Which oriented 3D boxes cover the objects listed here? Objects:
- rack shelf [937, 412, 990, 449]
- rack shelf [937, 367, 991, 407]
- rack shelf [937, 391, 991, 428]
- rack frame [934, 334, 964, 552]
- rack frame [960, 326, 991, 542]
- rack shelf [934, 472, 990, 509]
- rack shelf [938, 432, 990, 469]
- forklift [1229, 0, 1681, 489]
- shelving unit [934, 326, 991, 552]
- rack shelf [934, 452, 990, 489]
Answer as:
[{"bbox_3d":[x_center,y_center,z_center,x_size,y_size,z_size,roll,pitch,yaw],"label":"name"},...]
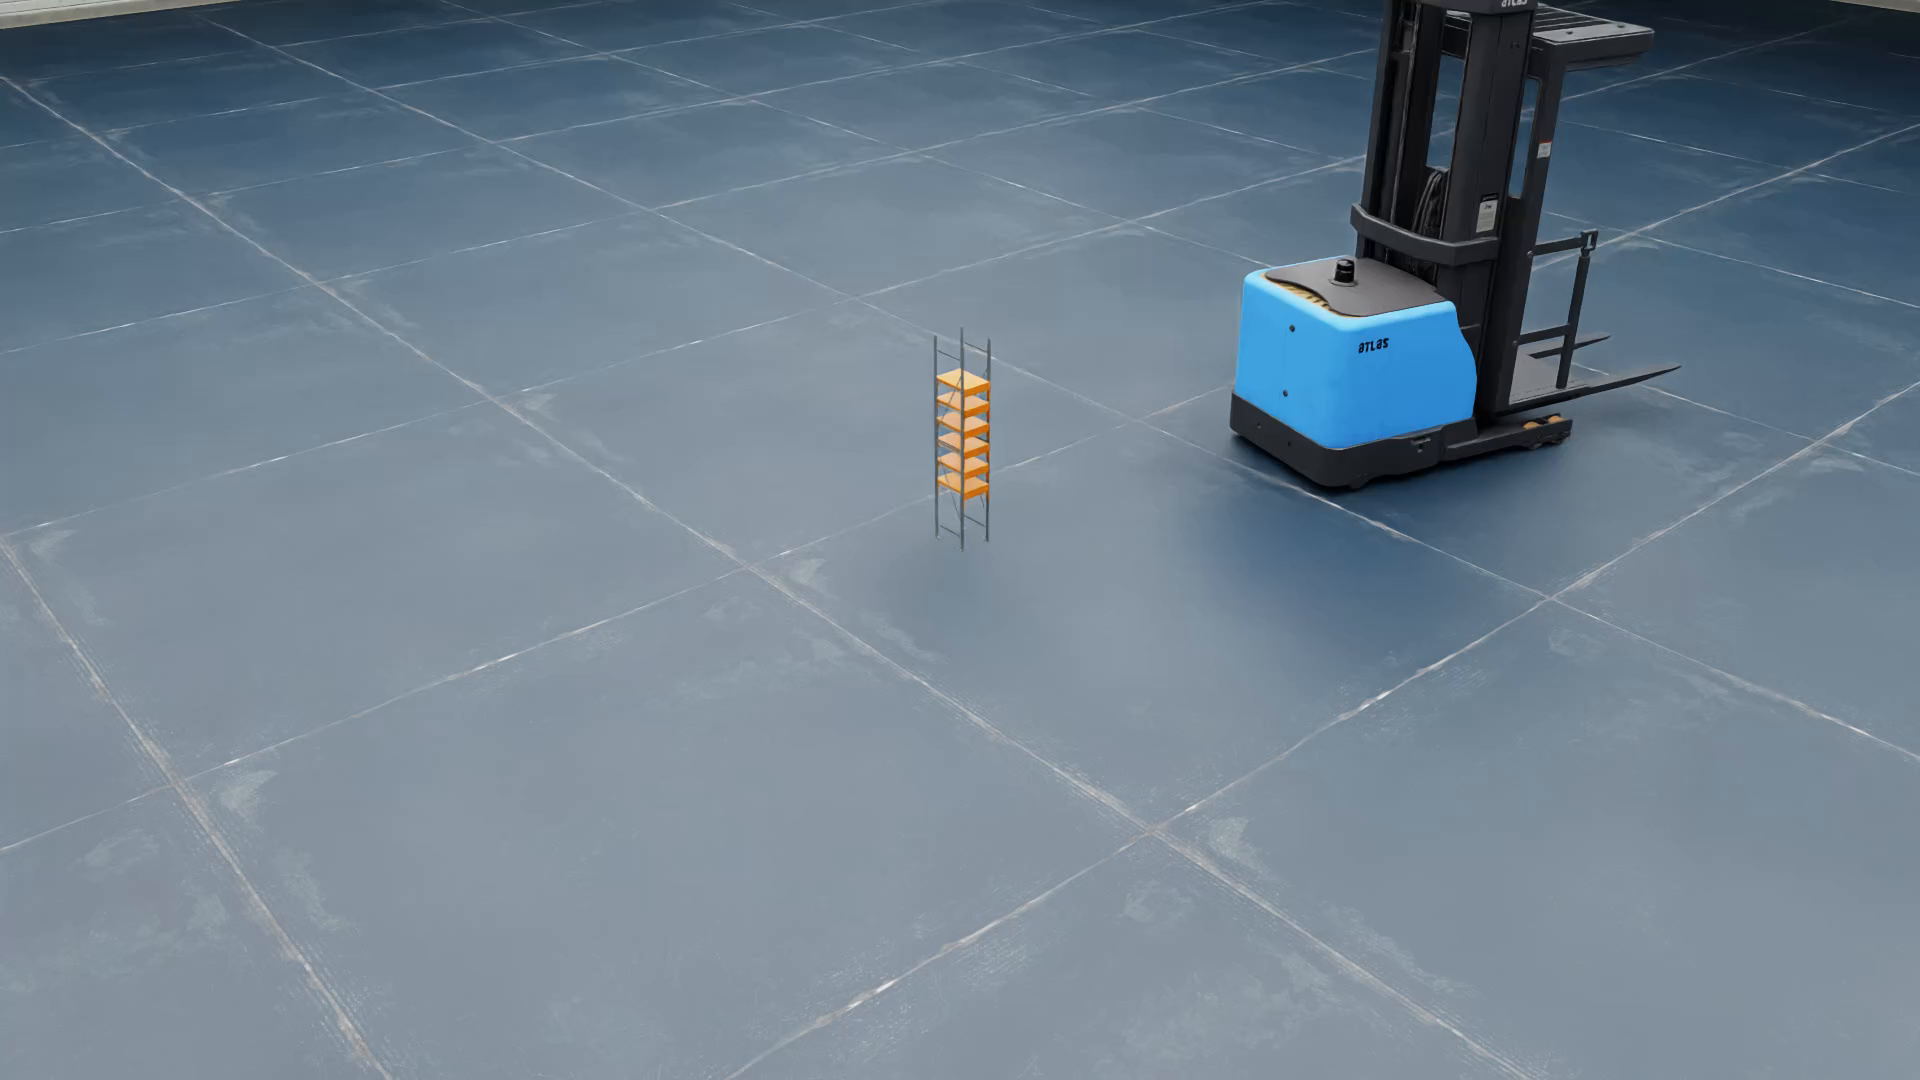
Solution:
[{"bbox_3d":[0.011,-0.600,8.940,0.180,0.103,0.258,-22,35,-35],"label":"rack shelf"},{"bbox_3d":[0.011,-0.812,8.827,0.180,0.103,0.258,-22,35,-35],"label":"rack shelf"},{"bbox_3d":[0.011,-0.706,8.883,0.180,0.103,0.258,-22,35,-35],"label":"rack shelf"},{"bbox_3d":[-0.059,-0.506,8.923,0.006,1.200,0.240,-22,35,-35],"label":"rack frame"},{"bbox_3d":[0.081,-0.562,9.028,0.006,1.200,0.240,-22,35,-35],"label":"rack frame"},{"bbox_3d":[0.011,-0.283,9.110,0.180,0.103,0.258,-22,35,-35],"label":"rack shelf"},{"bbox_3d":[0.011,-0.494,8.996,0.180,0.103,0.258,-22,35,-35],"label":"rack shelf"},{"bbox_3d":[3.241,-2.064,10.002,3.031,2.935,1.130,-13,31,-23],"label":"forklift"},{"bbox_3d":[0.011,-0.534,8.975,0.189,1.200,0.258,-22,35,-35],"label":"shelving unit"},{"bbox_3d":[0.011,-0.389,9.053,0.180,0.103,0.258,-22,35,-35],"label":"rack shelf"}]
